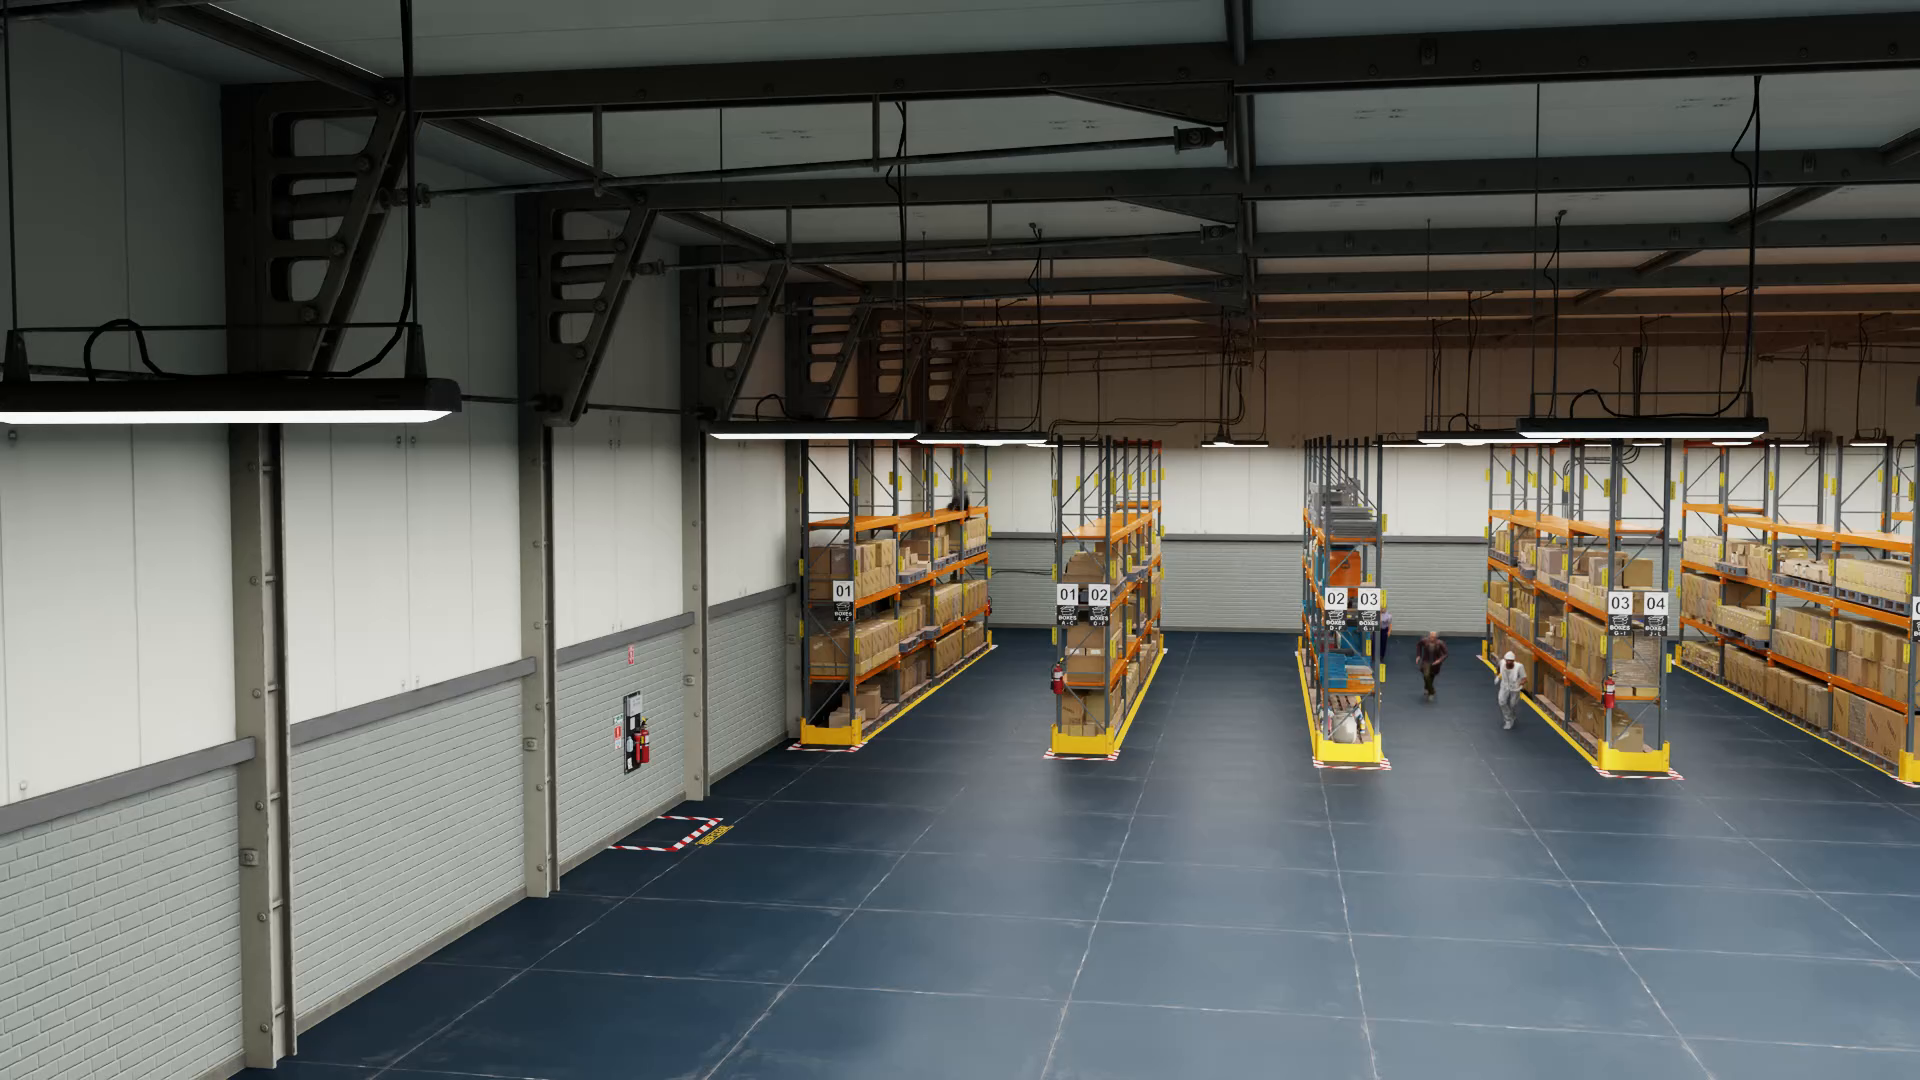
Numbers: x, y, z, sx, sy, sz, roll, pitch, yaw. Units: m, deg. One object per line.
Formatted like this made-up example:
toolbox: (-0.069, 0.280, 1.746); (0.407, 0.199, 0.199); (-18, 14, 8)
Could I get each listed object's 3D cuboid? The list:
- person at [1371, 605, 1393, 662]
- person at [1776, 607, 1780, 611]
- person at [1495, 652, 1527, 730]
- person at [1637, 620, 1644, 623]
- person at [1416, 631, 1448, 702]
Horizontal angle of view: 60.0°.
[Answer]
person: (11.445, 2.515, 45.100); (0.578, 1.623, 0.790); (1, 3, 19)
person: (21.476, 2.562, 43.454); (0.579, 1.608, 0.785); (-2, 4, -31)
person: (11.311, 3.048, 34.117); (0.702, 1.604, 1.101); (2, 4, 28)
person: (17.879, 2.540, 43.791); (0.590, 1.660, 0.781); (1, 3, 21)
person: (10.860, 2.851, 38.288); (0.708, 1.619, 1.118); (1, 3, 13)
